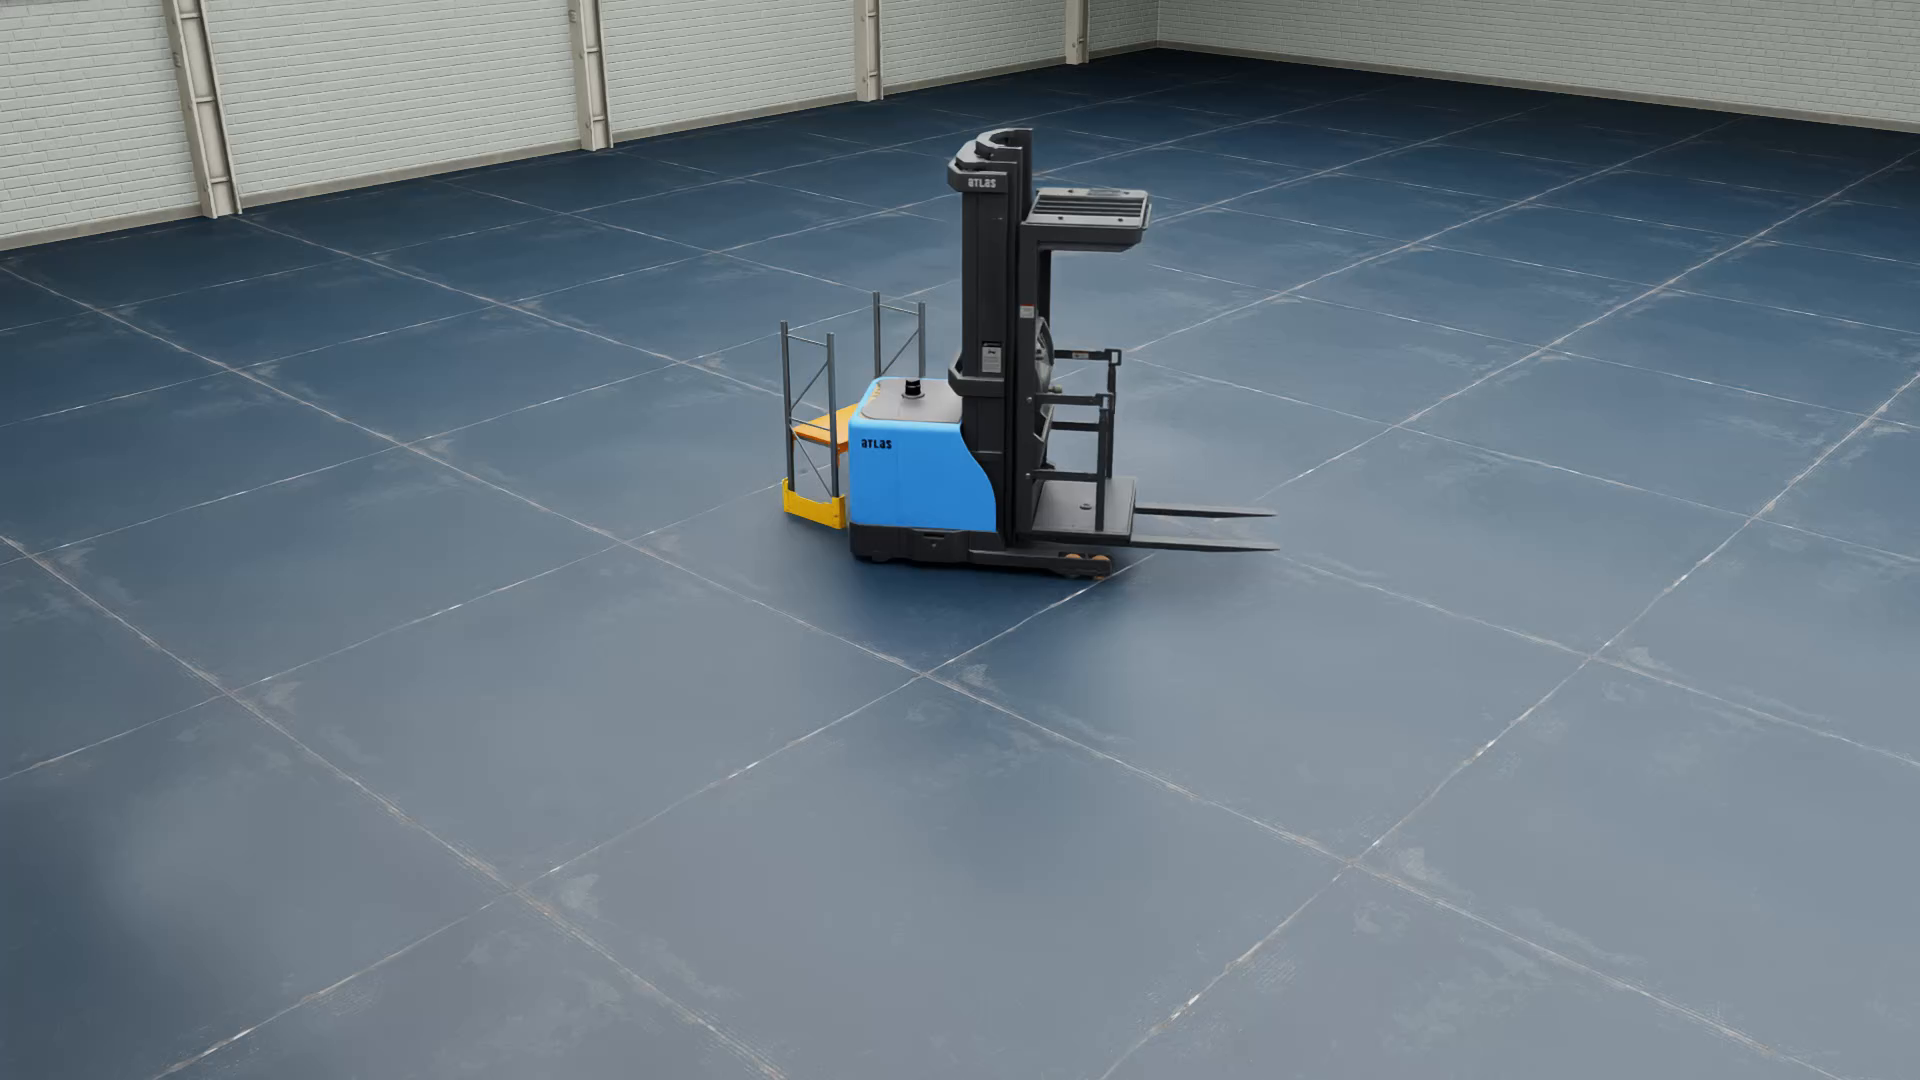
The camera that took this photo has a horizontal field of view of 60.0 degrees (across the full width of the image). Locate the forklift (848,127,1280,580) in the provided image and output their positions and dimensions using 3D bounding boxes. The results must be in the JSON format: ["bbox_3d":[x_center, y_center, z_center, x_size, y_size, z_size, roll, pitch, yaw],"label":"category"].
[{"bbox_3d":[0.770,-1.292,11.521,3.031,2.935,1.130,3,24,7],"label":"forklift"}]

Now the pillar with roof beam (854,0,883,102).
[{"bbox_3d":[1.584,-10.841,25.402,9.100,9.000,0.400,20,31,38],"label":"pillar with roof beam"}]

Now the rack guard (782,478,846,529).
[{"bbox_3d":[-1.102,-0.279,12.538,0.587,0.250,0.087,18,30,35],"label":"rack guard"}]

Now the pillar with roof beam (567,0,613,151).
[{"bbox_3d":[-2.420,-9.013,21.325,9.100,9.000,0.400,20,31,38],"label":"pillar with roof beam"}]

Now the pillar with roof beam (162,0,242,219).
[{"bbox_3d":[-6.425,-7.185,17.248,9.100,9.000,0.400,20,31,38],"label":"pillar with roof beam"}]

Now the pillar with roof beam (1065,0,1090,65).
[{"bbox_3d":[5.589,-12.669,29.479,9.100,9.000,0.400,20,31,38],"label":"pillar with roof beam"}]

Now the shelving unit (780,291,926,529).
[{"bbox_3d":[-0.791,-1.008,12.637,0.587,1.500,1.083,18,30,35],"label":"shelving unit"}]

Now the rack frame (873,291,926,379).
[{"bbox_3d":[-0.468,-1.174,13.005,0.500,1.500,0.032,18,30,35],"label":"rack frame"}]

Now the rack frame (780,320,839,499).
[{"bbox_3d":[-1.103,-0.849,12.281,0.500,1.500,0.032,18,30,35],"label":"rack frame"}]

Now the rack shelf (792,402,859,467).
[{"bbox_3d":[-0.786,-0.847,12.717,0.538,0.185,1.000,18,30,35],"label":"rack shelf"}]
